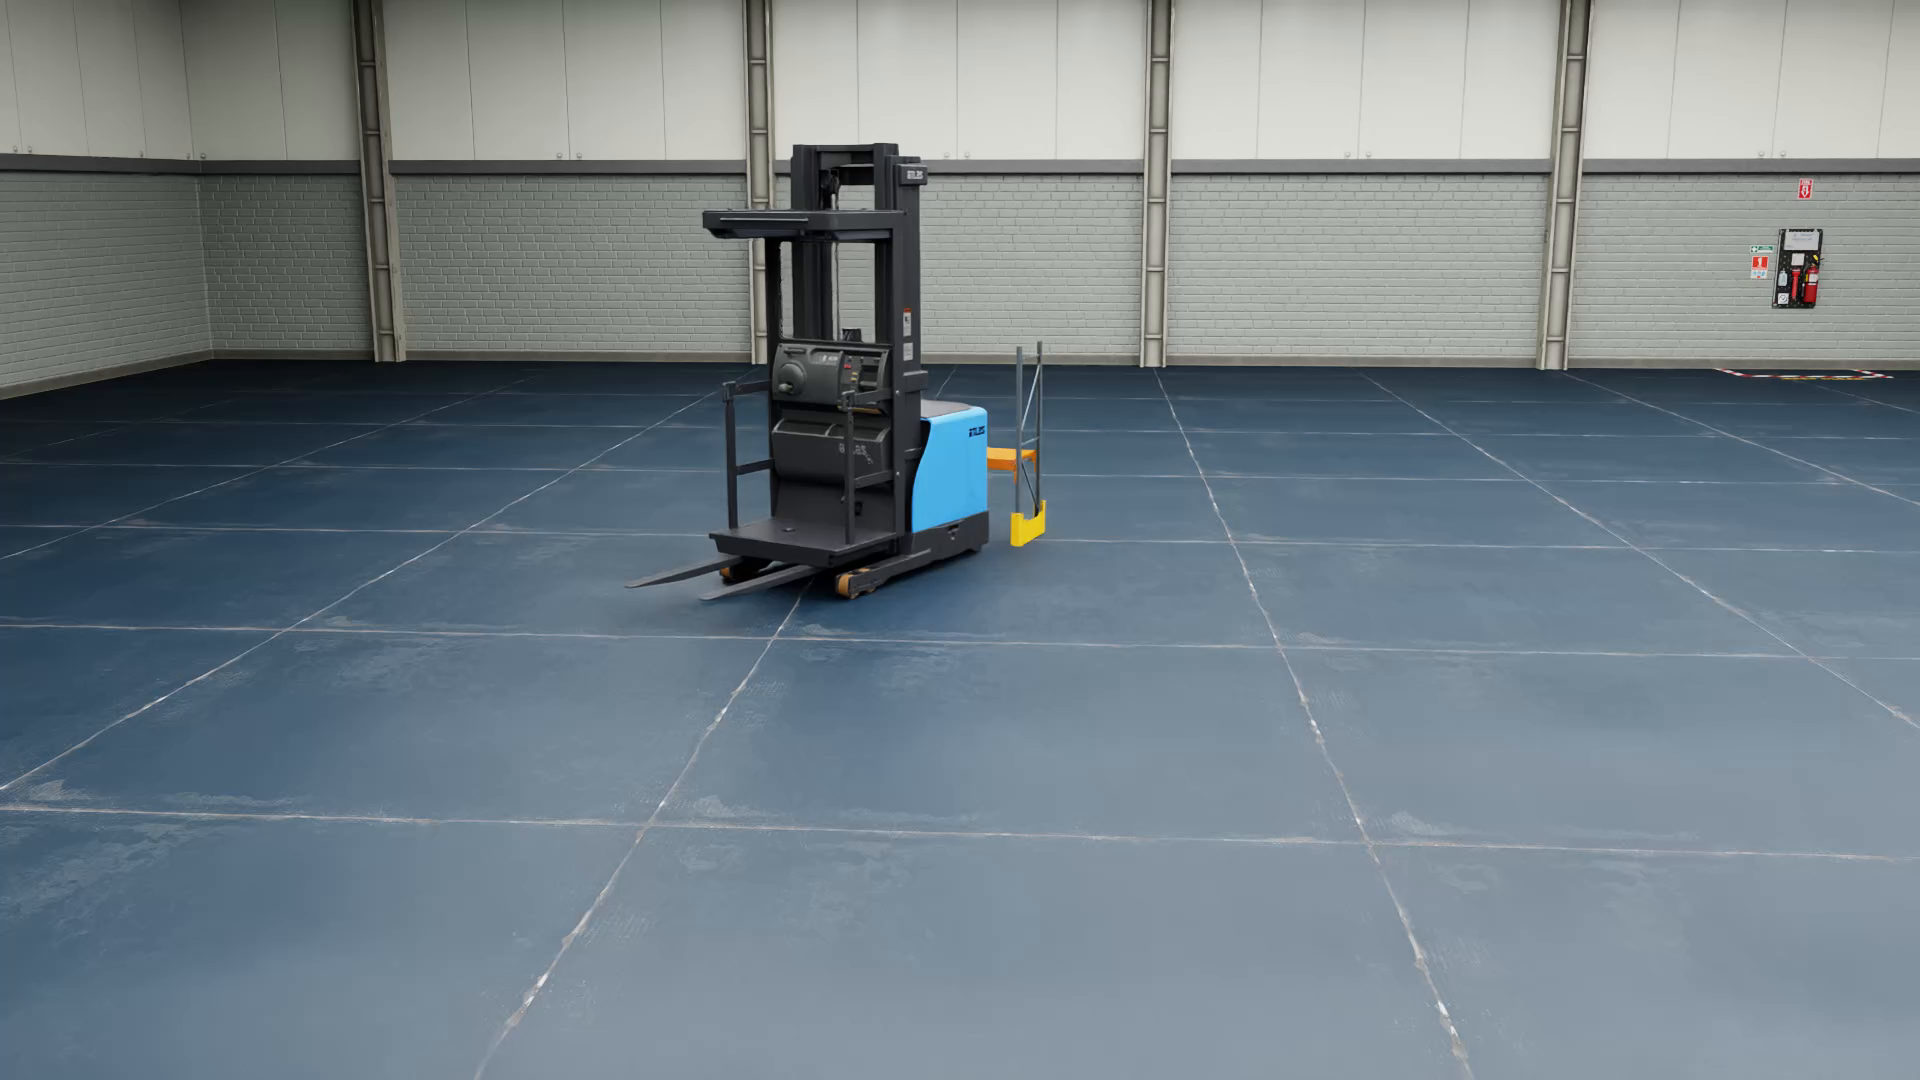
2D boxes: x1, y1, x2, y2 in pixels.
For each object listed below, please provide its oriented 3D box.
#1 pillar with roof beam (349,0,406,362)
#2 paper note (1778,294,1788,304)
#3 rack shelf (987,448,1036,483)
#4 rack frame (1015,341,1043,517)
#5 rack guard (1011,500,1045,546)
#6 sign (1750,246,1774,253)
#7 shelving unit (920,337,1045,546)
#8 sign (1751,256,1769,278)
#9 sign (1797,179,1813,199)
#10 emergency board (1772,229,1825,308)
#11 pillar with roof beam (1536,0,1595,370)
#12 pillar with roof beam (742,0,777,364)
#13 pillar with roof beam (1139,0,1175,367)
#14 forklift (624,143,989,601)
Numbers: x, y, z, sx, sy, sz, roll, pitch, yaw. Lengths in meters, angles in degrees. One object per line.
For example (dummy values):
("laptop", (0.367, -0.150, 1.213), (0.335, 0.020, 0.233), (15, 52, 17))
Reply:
("pillar with roof beam", (-9.303, -6.364, 21.213), (0.400, 9.000, 9.100), (1, 12, 4))
("paper note", (12.295, -3.606, 24.830), (0.142, 0.148, 0.016), (1, 12, 4))
("rack shelf", (0.055, -0.607, 12.884), (1.000, 0.185, 0.538), (5, 13, 22))
("rack frame", (0.526, -0.744, 12.660), (0.032, 1.500, 0.500), (5, 13, 22))
("rack guard", (0.524, -0.132, 12.789), (0.087, 0.250, 0.587), (5, 13, 22))
("sign", (11.927, -4.324, 24.731), (0.331, 0.109, 0.001), (1, 12, 4))
("shelving unit", (0.063, -0.782, 12.844), (1.083, 1.500, 0.587), (5, 13, 22))
("sign", (11.923, -4.066, 24.794), (0.234, 0.329, 0.001), (1, 12, 4))
("sign", (12.466, -5.175, 24.521), (0.199, 0.298, 0.001), (1, 12, 4))
("emergency board", (12.467, -4.020, 24.661), (0.643, 1.169, 0.194), (1, 12, 4))
("pillar with roof beam", (8.656, -6.118, 20.036), (0.400, 9.000, 9.100), (1, 12, 4))
("pillar with roof beam", (-3.317, -6.282, 20.821), (0.400, 9.000, 9.100), (1, 12, 4))
("pillar with roof beam", (2.670, -6.200, 20.428), (0.400, 9.000, 9.100), (1, 12, 4))
("forklift", (-0.997, -1.157, 11.142), (1.130, 2.935, 3.031), (7, 14, 32))
